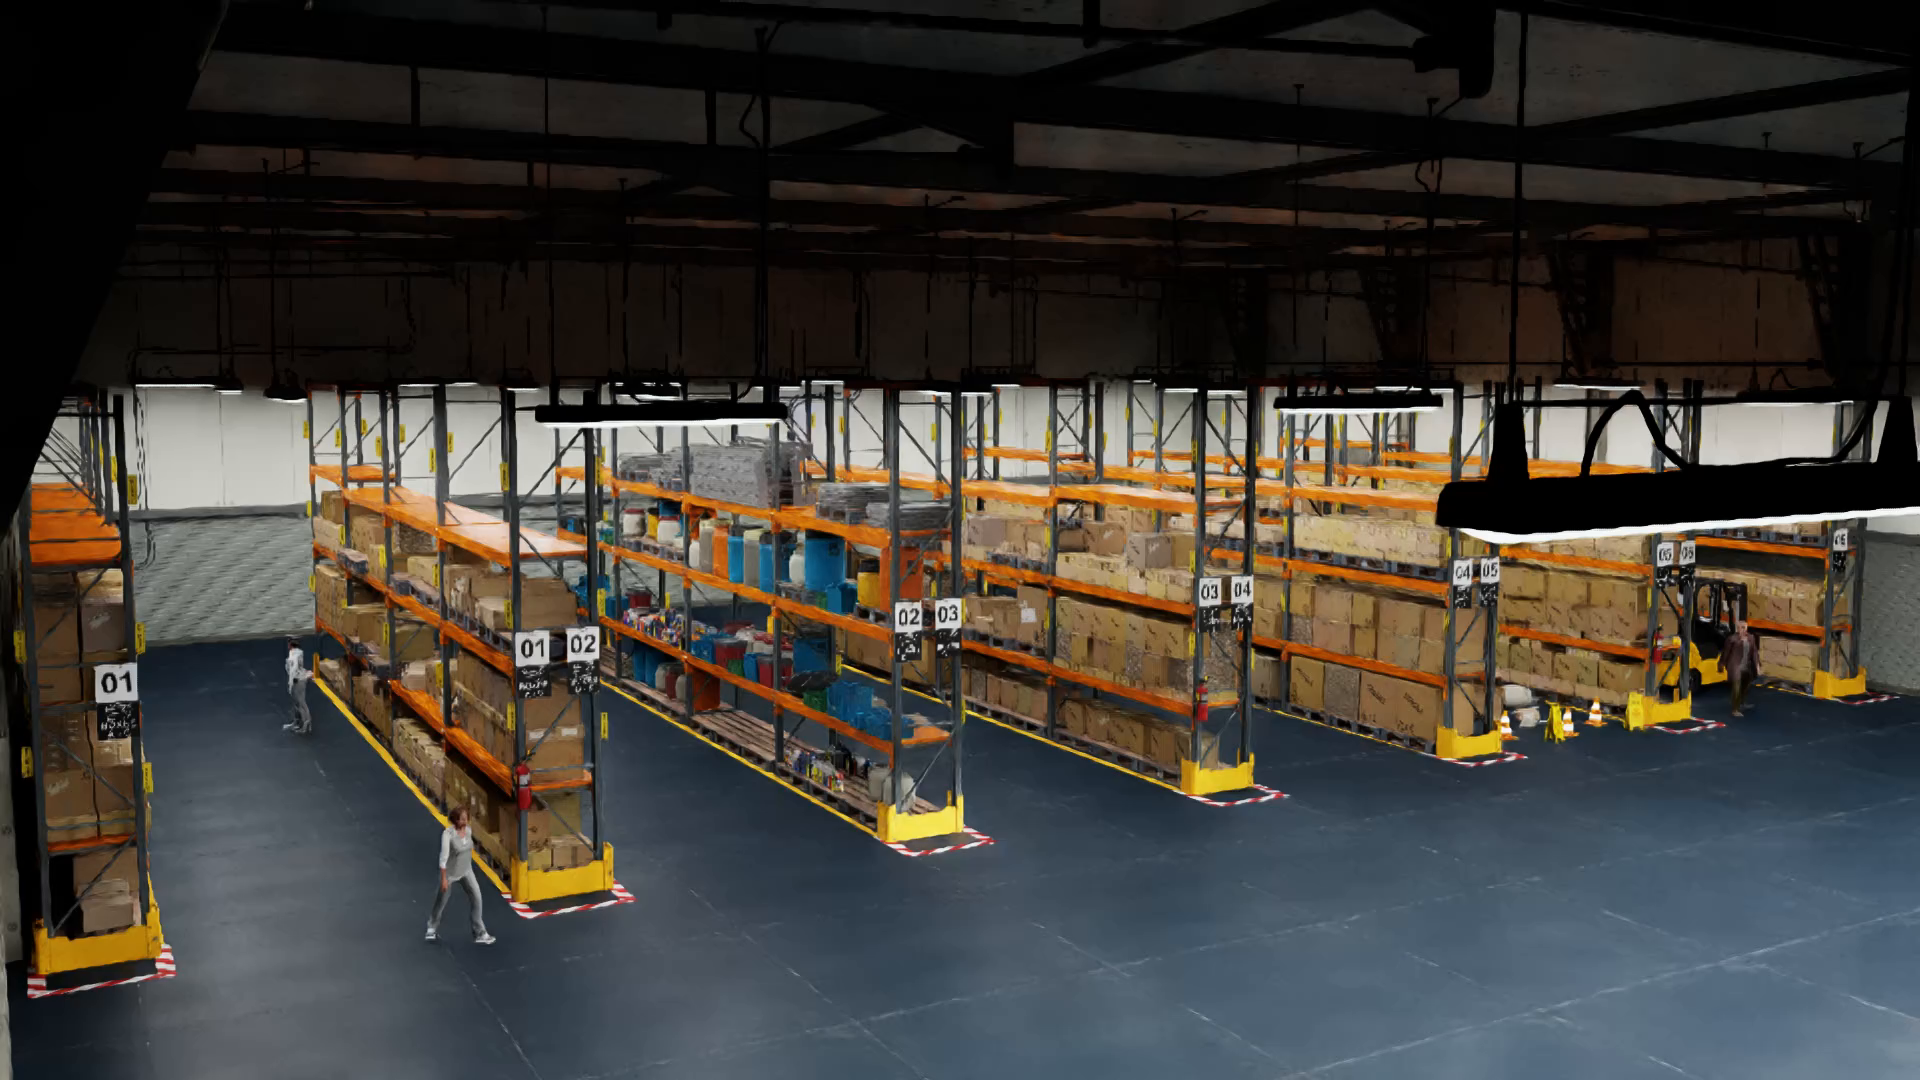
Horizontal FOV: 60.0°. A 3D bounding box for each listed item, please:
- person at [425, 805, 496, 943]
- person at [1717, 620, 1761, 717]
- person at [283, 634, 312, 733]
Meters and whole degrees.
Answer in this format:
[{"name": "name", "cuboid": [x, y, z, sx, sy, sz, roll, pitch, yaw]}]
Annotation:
[{"name": "person", "cuboid": [-5.495, 3.637, 18.141, 0.881, 1.538, 0.451, 5, 8, 37]}, {"name": "person", "cuboid": [14.116, 2.280, 29.995, 0.816, 1.728, 0.766, -2, 6, -15]}, {"name": "person", "cuboid": [-11.421, 2.452, 28.571, 0.526, 1.669, 0.565, -1, 6, -9]}]
